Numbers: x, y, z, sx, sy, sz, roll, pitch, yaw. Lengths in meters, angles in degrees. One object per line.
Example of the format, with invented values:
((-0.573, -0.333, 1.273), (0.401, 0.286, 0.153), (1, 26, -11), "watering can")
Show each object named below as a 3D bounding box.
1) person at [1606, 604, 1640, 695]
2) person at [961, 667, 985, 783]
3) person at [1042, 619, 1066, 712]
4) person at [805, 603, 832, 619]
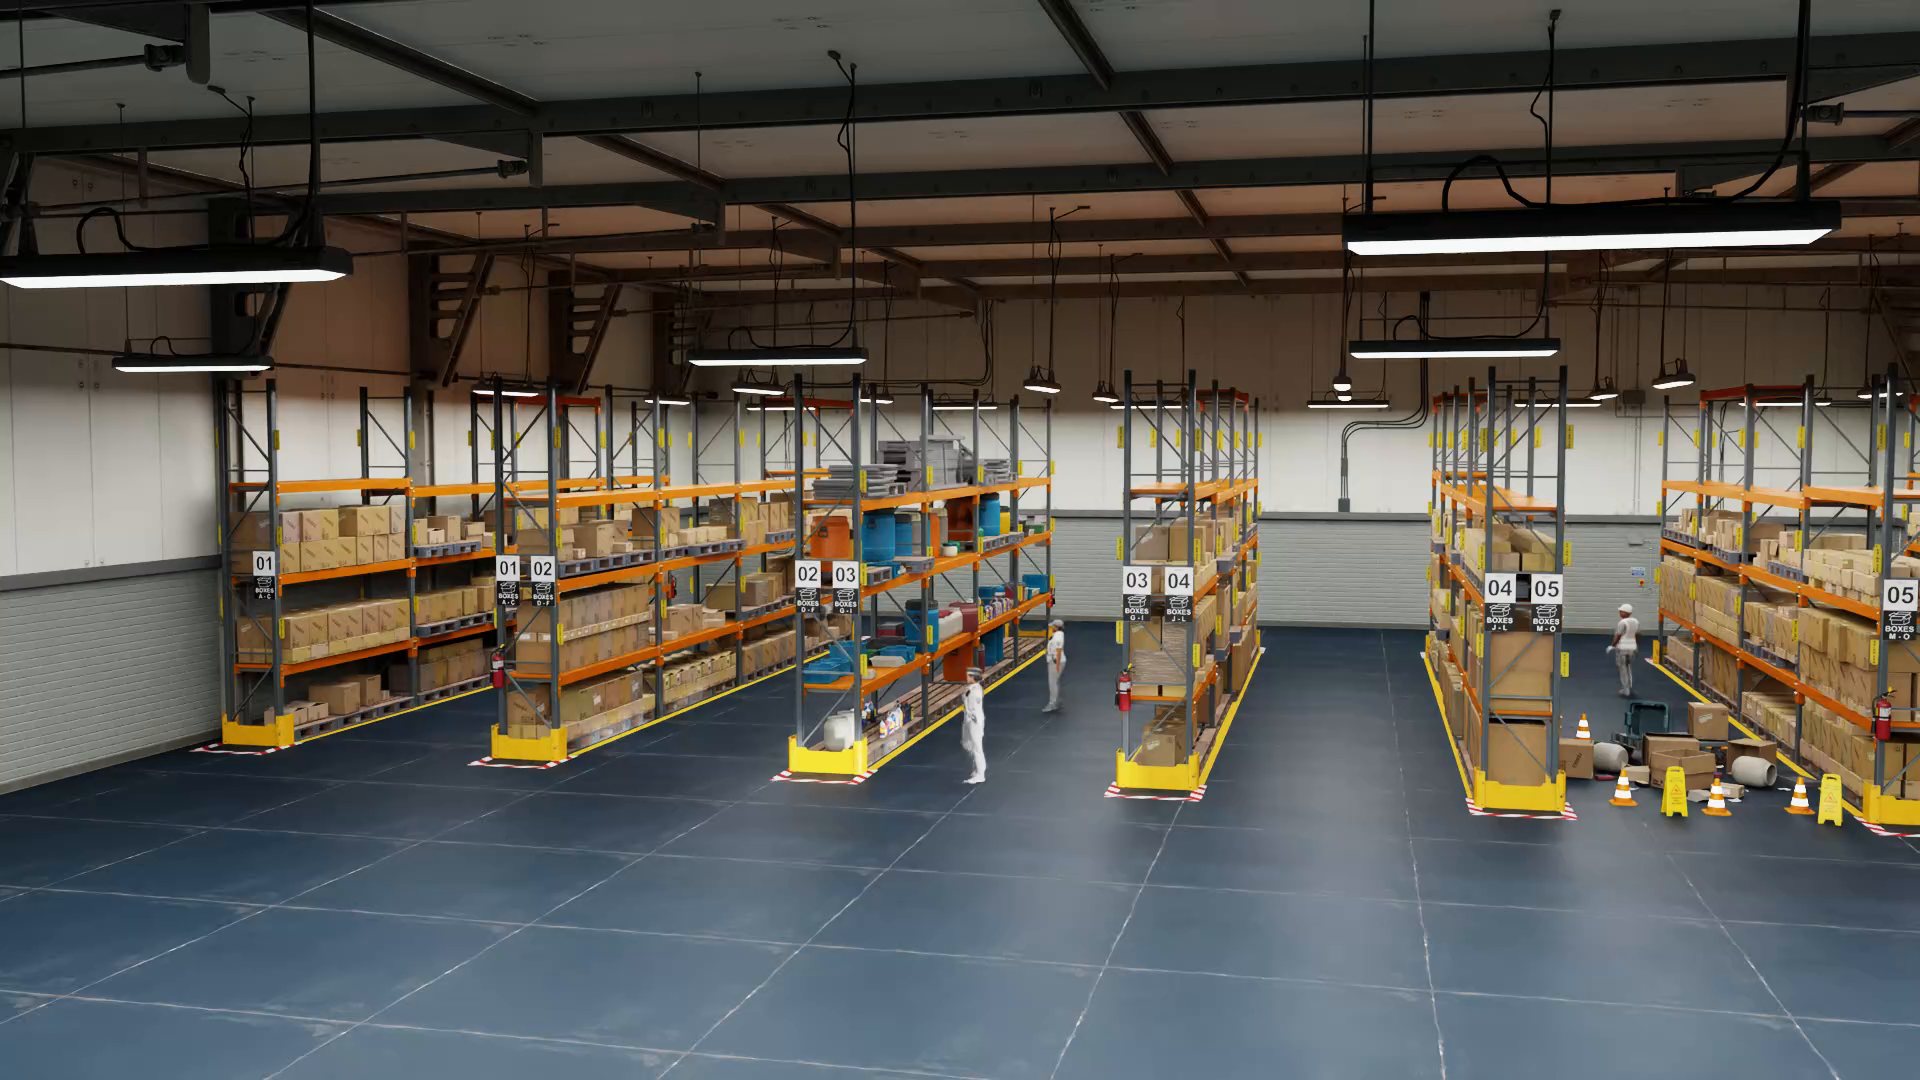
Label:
((13.009, 2.156, 32.553), (0.631, 1.823, 0.532), (0, 3, -5), "person")
((0.210, 2.692, 24.385), (0.395, 1.683, 0.542), (-1, 3, -11), "person")
((1.744, 2.309, 30.764), (0.457, 1.676, 0.613), (0, 3, 2), "person")
((-3.684, 1.515, 43.704), (0.987, 1.719, 0.618), (3, 4, 38), "person")
